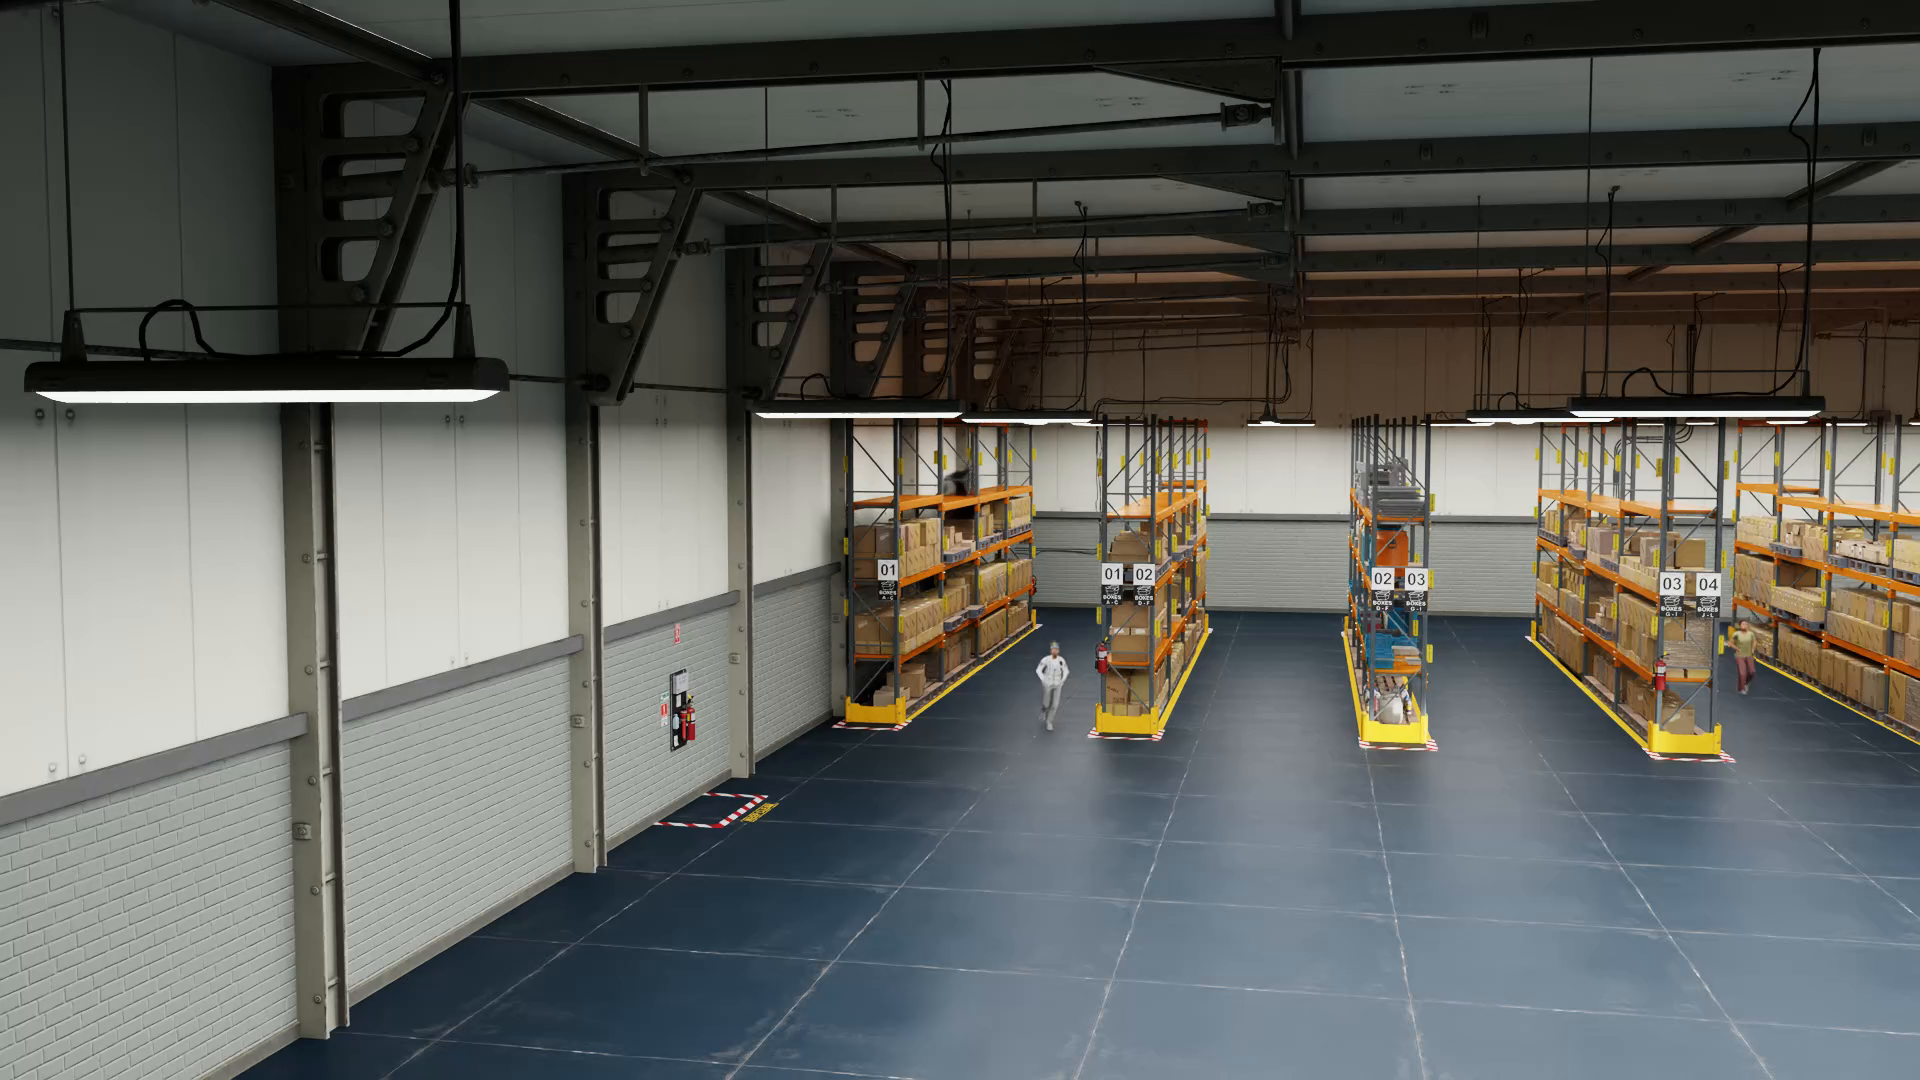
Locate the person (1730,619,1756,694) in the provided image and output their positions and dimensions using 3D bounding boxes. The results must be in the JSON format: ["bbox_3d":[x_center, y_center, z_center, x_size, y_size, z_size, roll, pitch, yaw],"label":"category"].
[{"bbox_3d":[16.868,2.519,35.767,0.556,1.626,0.520,1,4,10],"label":"person"}]

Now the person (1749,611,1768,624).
[{"bbox_3d":[21.671,1.910,44.921,0.555,1.627,0.660,1,4,12],"label":"person"}]

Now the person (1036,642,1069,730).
[{"bbox_3d":[1.782,2.778,31.962,0.640,1.669,0.612,0,4,-7],"label":"person"}]
